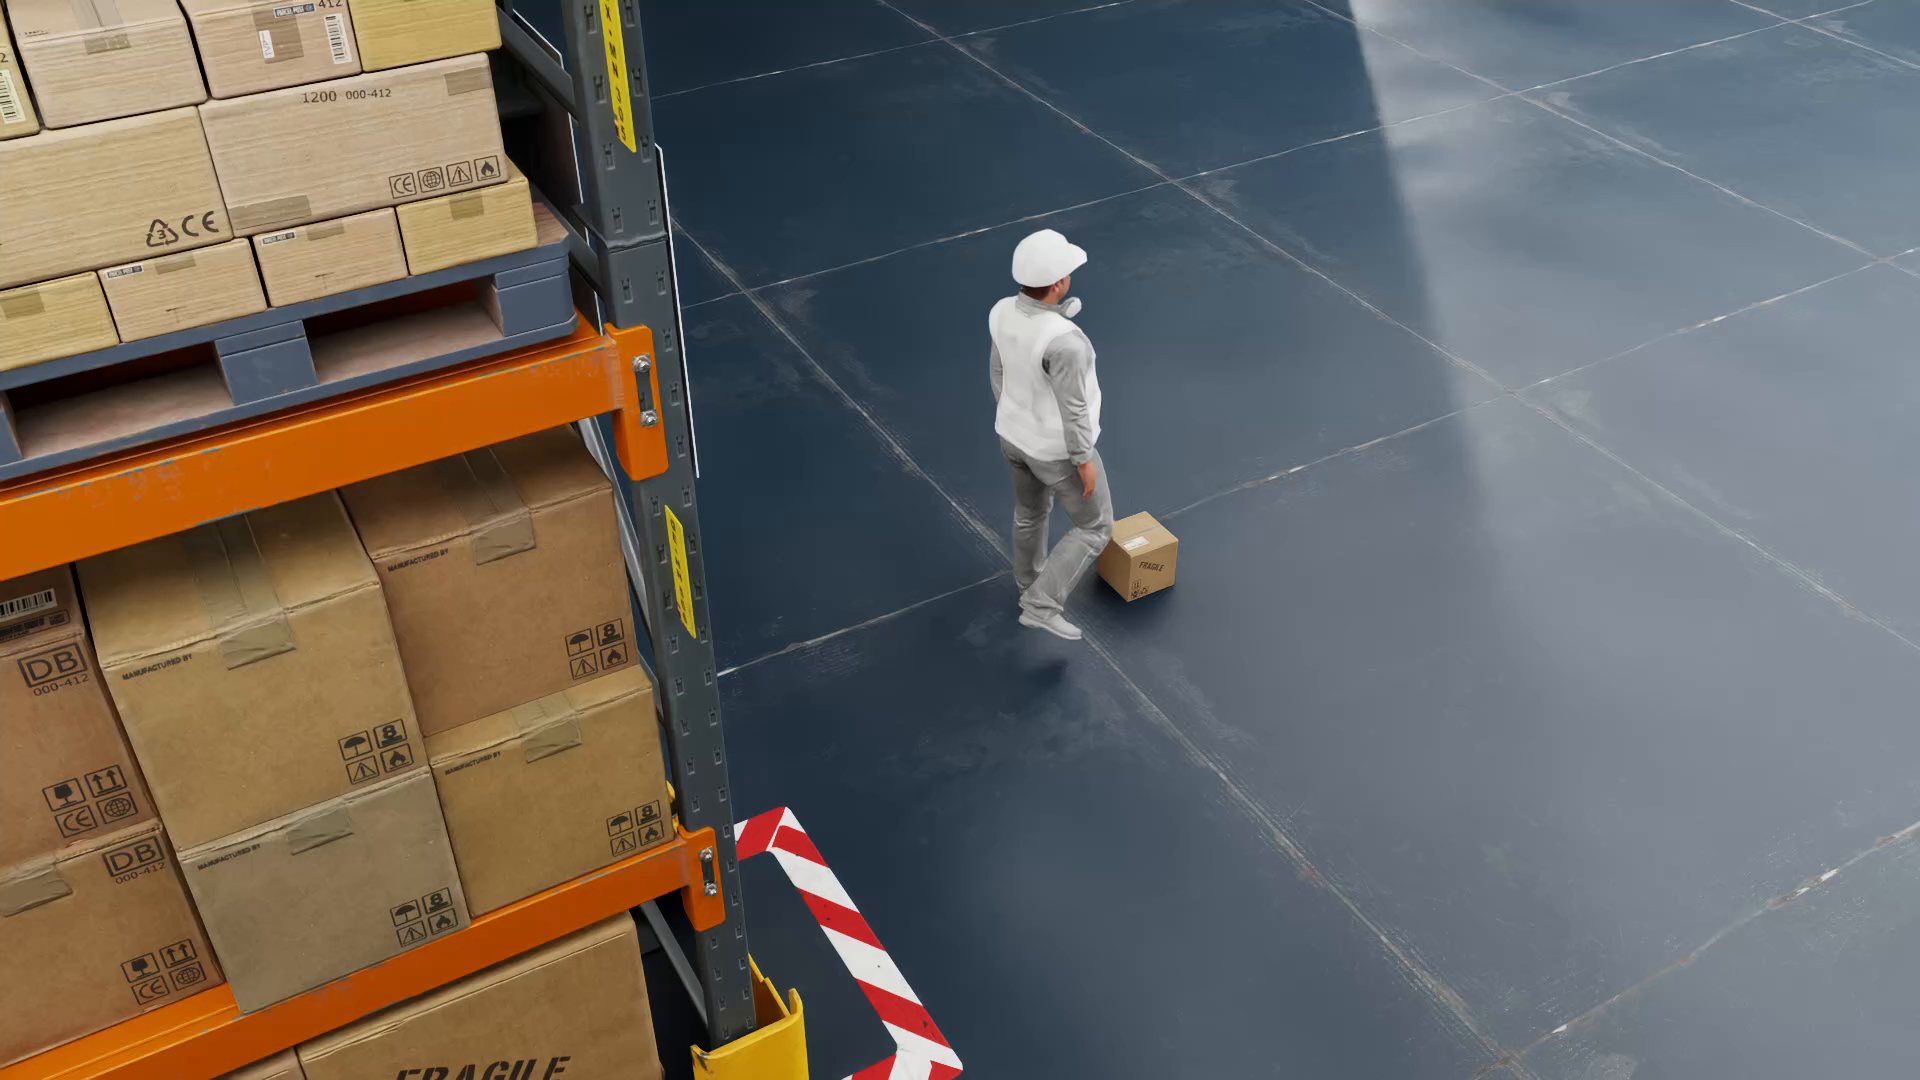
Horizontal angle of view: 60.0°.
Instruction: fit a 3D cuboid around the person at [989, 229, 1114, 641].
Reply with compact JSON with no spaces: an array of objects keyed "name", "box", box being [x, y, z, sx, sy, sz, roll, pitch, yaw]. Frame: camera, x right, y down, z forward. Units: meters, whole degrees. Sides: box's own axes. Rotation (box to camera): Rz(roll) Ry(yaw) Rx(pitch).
[{"name":"person","box":[0.360,-0.418,6.655,0.535,1.778,0.605,-25,43,-29]}]
